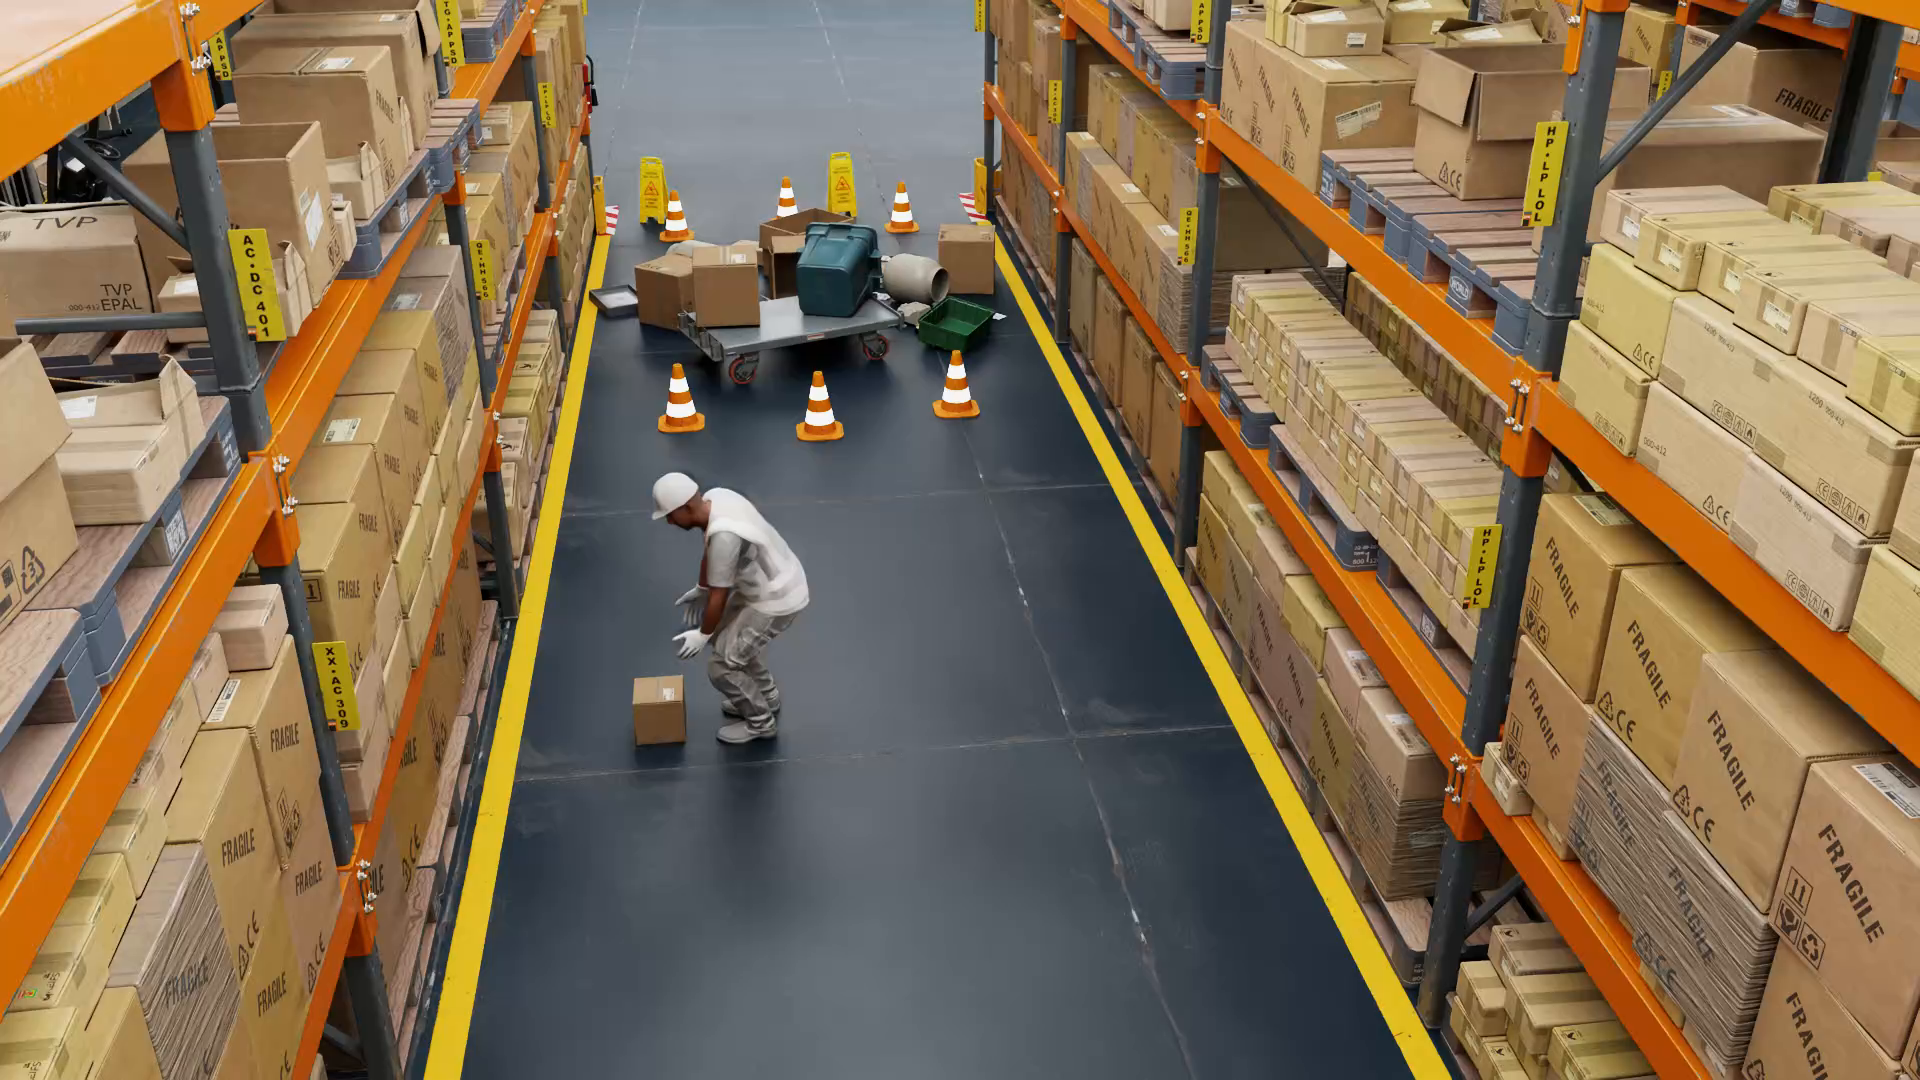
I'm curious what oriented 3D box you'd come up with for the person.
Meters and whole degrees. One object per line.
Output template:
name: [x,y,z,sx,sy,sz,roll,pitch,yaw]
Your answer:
person: [-1.121,0.322,8.309,0.737,1.469,0.611,-3,27,-7]
